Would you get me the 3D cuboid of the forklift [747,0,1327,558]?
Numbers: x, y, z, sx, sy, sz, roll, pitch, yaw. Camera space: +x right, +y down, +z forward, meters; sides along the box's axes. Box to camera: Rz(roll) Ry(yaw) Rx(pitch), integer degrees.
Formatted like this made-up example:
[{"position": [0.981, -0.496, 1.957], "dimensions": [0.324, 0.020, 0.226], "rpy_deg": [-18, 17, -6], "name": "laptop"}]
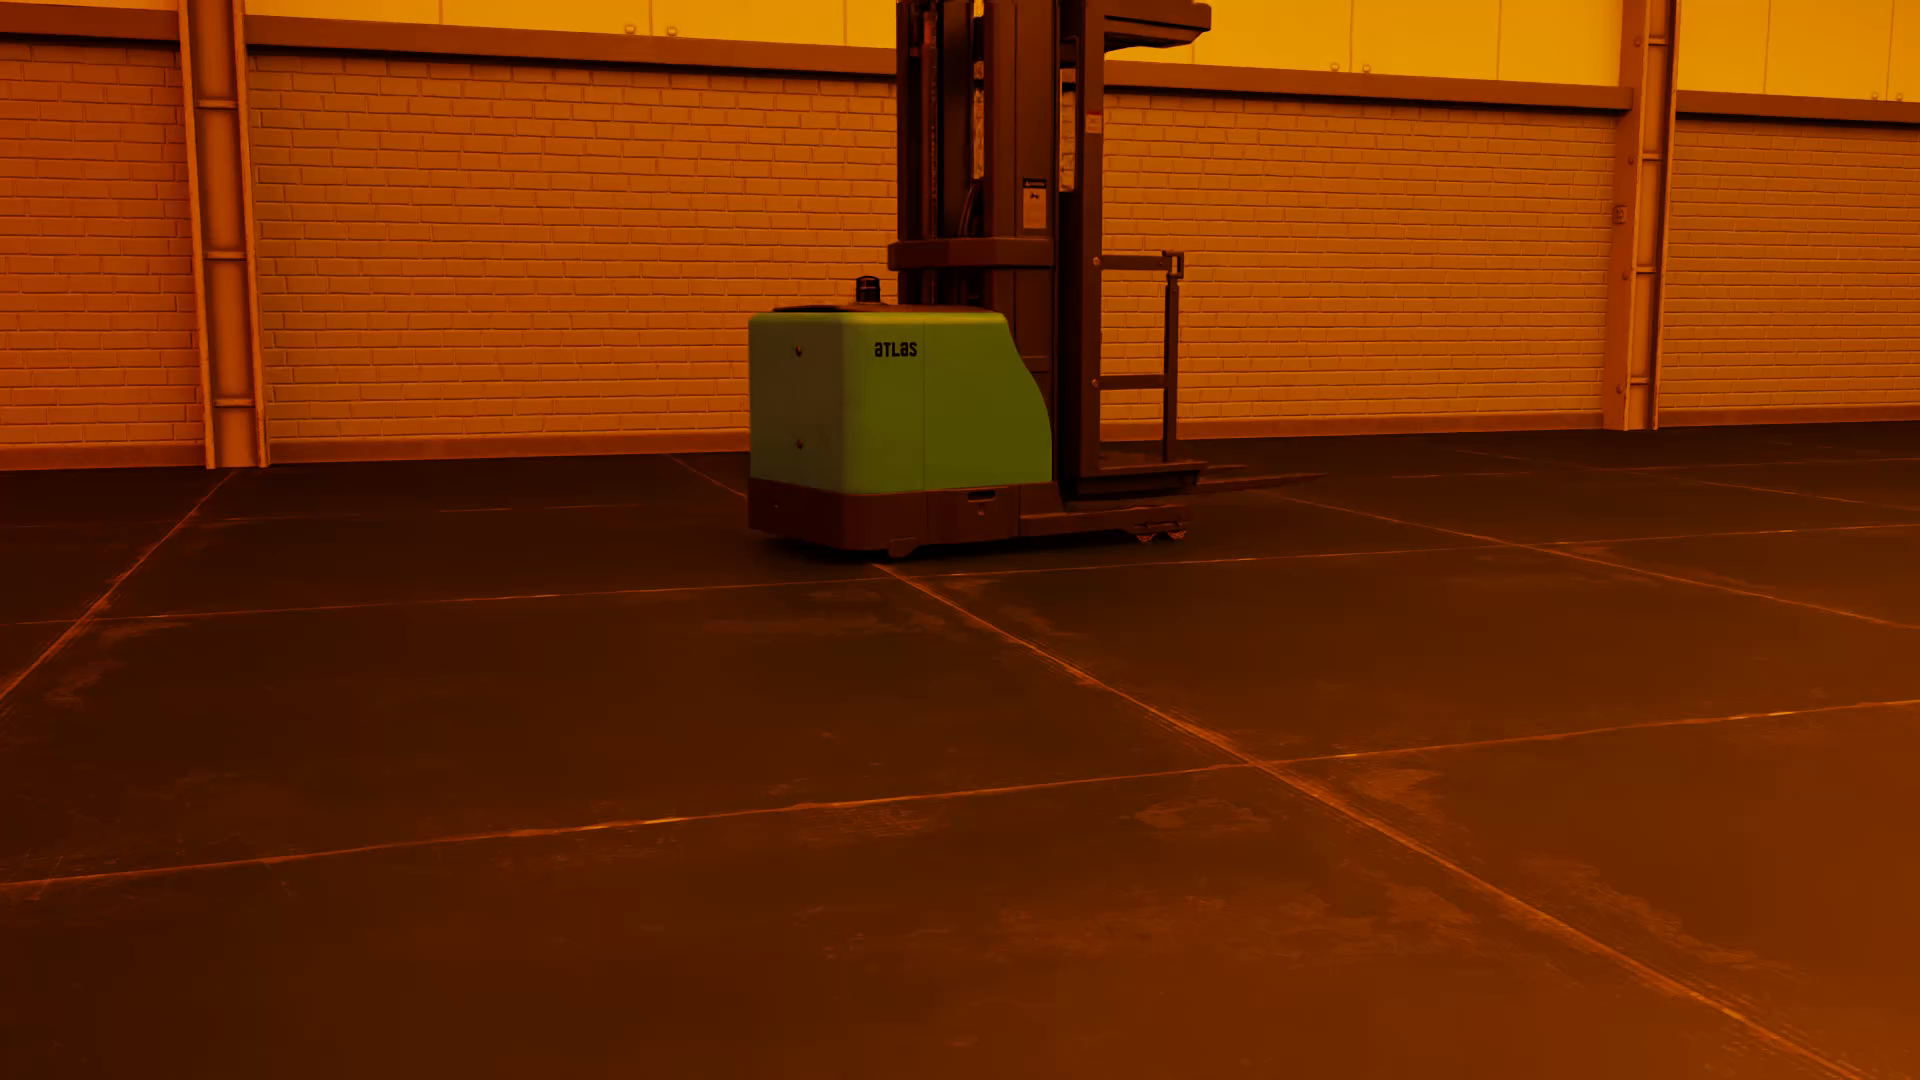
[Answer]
[{"position": [0.508, -1.502, 8.089], "dimensions": [3.031, 2.935, 1.130], "rpy_deg": [-5, 9, -34], "name": "forklift"}]
